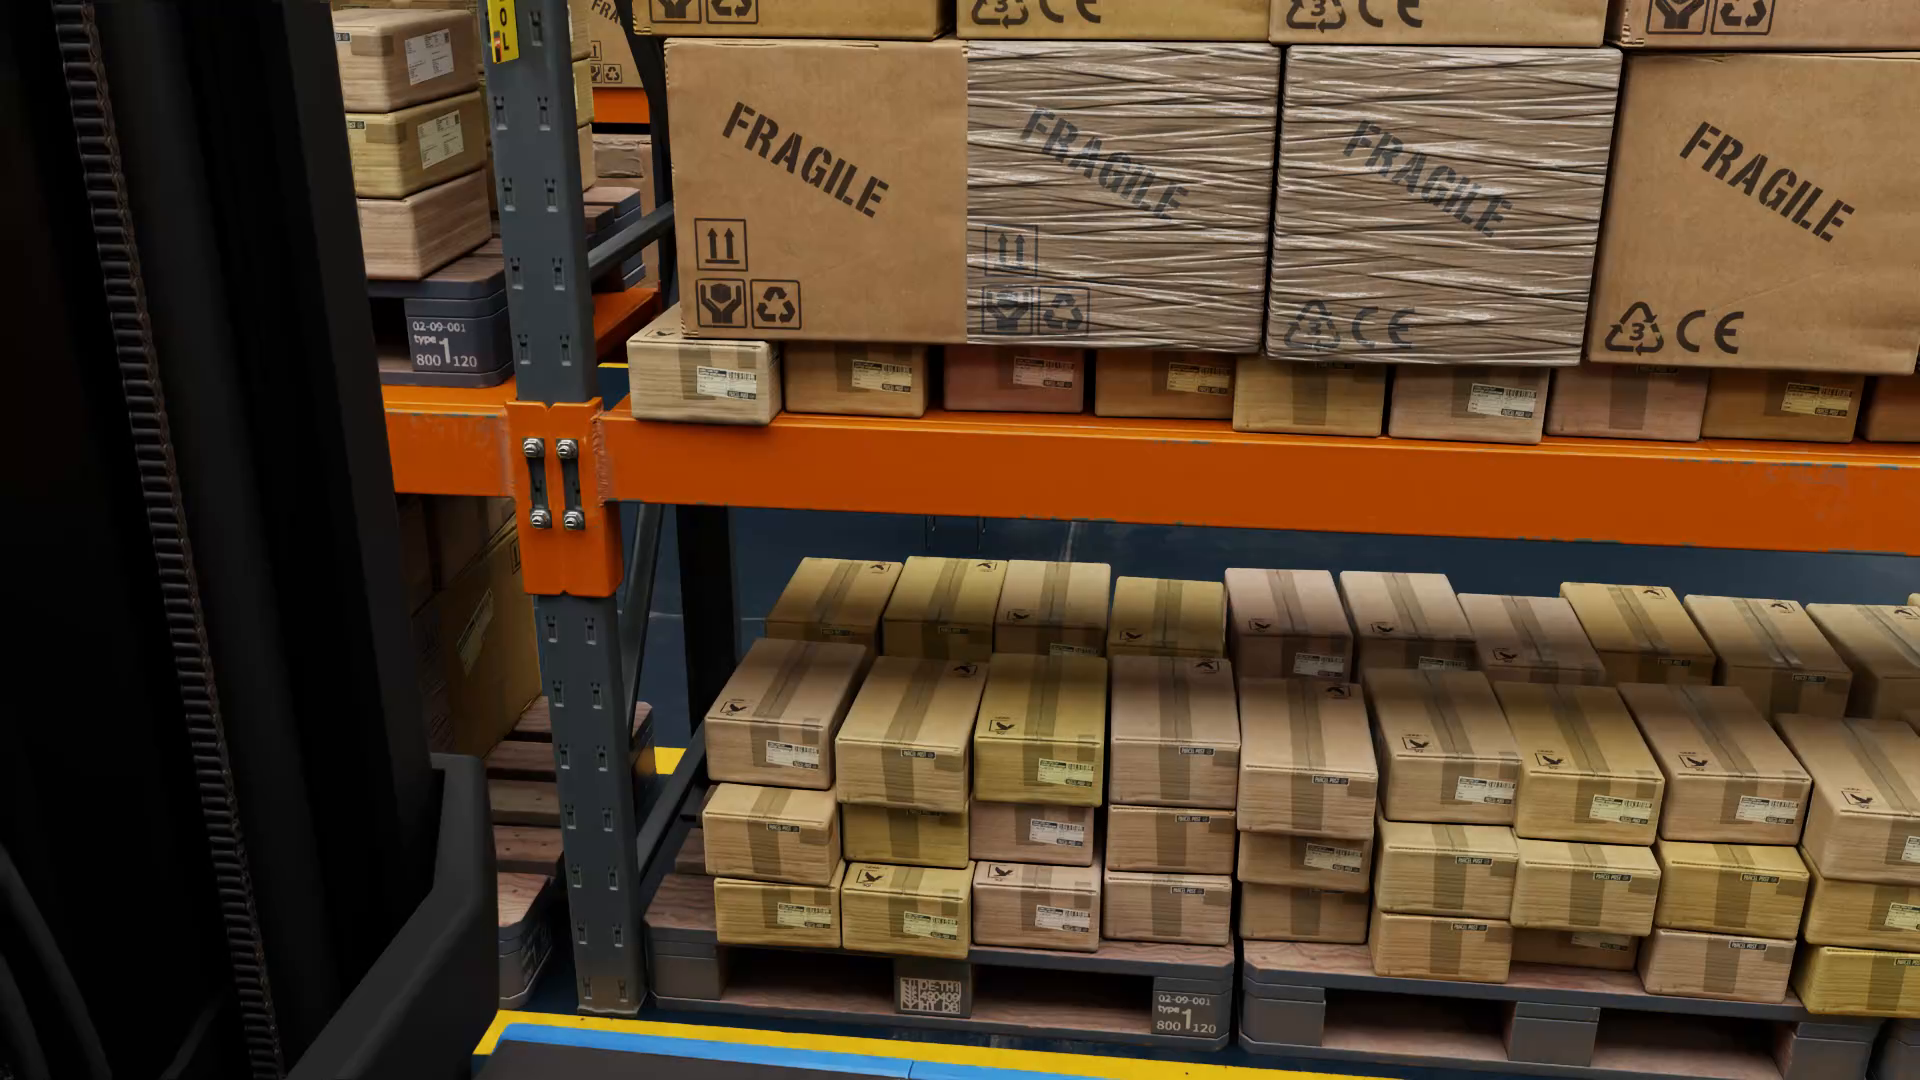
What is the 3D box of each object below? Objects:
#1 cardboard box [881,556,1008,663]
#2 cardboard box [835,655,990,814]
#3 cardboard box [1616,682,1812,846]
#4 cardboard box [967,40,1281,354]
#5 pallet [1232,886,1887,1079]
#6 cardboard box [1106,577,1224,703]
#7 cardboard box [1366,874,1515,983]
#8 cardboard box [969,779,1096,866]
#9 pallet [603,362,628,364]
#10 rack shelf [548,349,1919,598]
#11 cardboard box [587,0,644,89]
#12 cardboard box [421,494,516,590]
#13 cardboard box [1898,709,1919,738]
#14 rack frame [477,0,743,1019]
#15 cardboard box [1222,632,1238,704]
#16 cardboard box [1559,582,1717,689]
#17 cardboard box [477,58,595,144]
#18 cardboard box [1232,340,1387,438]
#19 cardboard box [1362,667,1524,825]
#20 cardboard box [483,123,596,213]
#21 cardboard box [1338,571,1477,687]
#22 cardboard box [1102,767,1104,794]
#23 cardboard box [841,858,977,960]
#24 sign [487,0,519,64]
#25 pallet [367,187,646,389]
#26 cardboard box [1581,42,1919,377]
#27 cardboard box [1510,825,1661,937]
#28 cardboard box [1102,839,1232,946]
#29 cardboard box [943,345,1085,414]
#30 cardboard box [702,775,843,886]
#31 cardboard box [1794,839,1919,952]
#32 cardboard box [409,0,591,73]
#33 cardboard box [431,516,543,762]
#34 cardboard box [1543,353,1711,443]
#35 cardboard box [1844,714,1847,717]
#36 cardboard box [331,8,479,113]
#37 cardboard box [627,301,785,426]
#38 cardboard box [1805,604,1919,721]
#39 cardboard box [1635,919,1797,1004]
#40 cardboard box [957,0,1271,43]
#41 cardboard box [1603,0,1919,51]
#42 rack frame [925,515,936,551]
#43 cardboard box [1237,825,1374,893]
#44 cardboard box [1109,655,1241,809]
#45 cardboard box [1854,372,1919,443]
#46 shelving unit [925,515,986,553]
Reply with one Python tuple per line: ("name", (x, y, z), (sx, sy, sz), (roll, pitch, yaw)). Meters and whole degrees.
("cardboard box", (-0.028, 0.181, 3.900), (0.250, 0.149, 0.380), (3, 22, 7))
("cardboard box", (-0.087, 0.388, 3.376), (0.250, 0.149, 0.380), (4, 22, 9))
("cardboard box", (1.459, 0.432, 3.264), (0.250, 0.149, 0.380), (2, 22, 4))
("cardboard box", (0.284, -0.643, 2.945), (0.500, 0.500, 0.500), (2, 22, 6))
("pallet", (1.215, 0.775, 3.693), (1.213, 0.211, 1.003), (2, 22, 6))
("cardboard box", (0.468, 0.229, 3.779), (0.250, 0.149, 0.380), (3, 22, 8))
("cardboard box", (0.946, 0.715, 3.358), (0.250, 0.149, 0.380), (2, 22, 5))
("cardboard box", (0.160, 0.510, 3.471), (0.250, 0.149, 0.380), (2, 22, 6))
("pallet", (-1.977, -1.158, 8.581), (1.213, 0.211, 1.003), (2, 22, 6))
("rack shelf", (1.315, -0.169, 3.266), (4.000, 0.370, 1.077), (2, 22, 6))
("cardboard box", (-1.494, -2.408, 7.814), (0.500, 0.500, 0.500), (2, 22, 6))
("cardboard box", (-1.374, -0.100, 3.922), (0.500, 0.250, 0.500), (2, 22, 4))
("cardboard box", (1.981, 0.475, 3.155), (0.250, 0.149, 0.380), (2, 22, 4))
("rack frame", (-0.671, -0.590, 3.352), (0.127, 3.000, 1.000), (2, 22, 6))
("cardboard box", (0.711, 0.363, 3.845), (0.250, 0.149, 0.380), (3, 22, 8))
("cardboard box", (1.512, 0.240, 3.749), (0.250, 0.149, 0.380), (3, 22, 7))
("cardboard box", (-1.008, -0.992, 3.735), (0.250, 0.149, 0.380), (3, 22, 7))
("cardboard box", (0.620, -0.316, 3.002), (0.250, 0.149, 0.380), (3, 22, 7))
("cardboard box", (0.956, 0.406, 3.330), (0.250, 0.149, 0.380), (2, 22, 4))
("cardboard box", (-1.008, -0.853, 3.789), (0.250, 0.149, 0.380), (1, 22, 4))
("cardboard box", (1.017, 0.214, 3.817), (0.250, 0.149, 0.380), (2, 22, 4))
("cardboard box", (0.277, 0.463, 3.996), (0.250, 0.149, 0.380), (2, 22, 5))
("cardboard box", (-0.083, 0.685, 3.434), (0.250, 0.149, 0.380), (3, 22, 8))
("sign", (-0.733, -0.926, 2.627), (0.005, 0.325, 0.100), (2, 22, 6))
("pallet", (-1.413, -0.587, 3.606), (1.213, 0.211, 1.003), (2, 22, 6))
("cardboard box", (1.315, -0.595, 2.825), (0.500, 0.500, 0.500), (4, 22, 9))
("cardboard box", (1.183, 0.597, 3.251), (0.250, 0.149, 0.380), (3, 22, 7))
("cardboard box", (0.428, 0.670, 3.473), (0.250, 0.149, 0.380), (2, 22, 5))
("cardboard box", (0.108, -0.365, 3.125), (0.250, 0.149, 0.380), (2, 22, 4))
("cardboard box", (-0.348, 0.535, 3.409), (0.250, 0.149, 0.380), (3, 22, 9))
("cardboard box", (1.712, 0.617, 3.201), (0.250, 0.149, 0.380), (3, 22, 7))
("cardboard box", (-1.008, -1.130, 3.680), (0.250, 0.149, 0.380), (4, 22, 9))
("cardboard box", (-1.373, 0.248, 4.061), (0.500, 0.500, 0.500), (3, 22, 8))
("cardboard box", (1.157, -0.308, 2.980), (0.250, 0.149, 0.380), (3, 22, 8))
("cardboard box", (2.051, 0.397, 3.757), (0.250, 0.149, 0.380), (3, 22, 8))
("cardboard box", (-1.092, -0.891, 3.076), (0.250, 0.149, 0.380), (3, 22, 9))
("cardboard box", (-0.428, -0.341, 3.065), (0.250, 0.149, 0.380), (3, 22, 8))
("cardboard box", (2.042, 0.284, 3.639), (0.250, 0.149, 0.380), (1, 22, 4))
("cardboard box", (1.458, 0.737, 3.303), (0.250, 0.149, 0.380), (3, 22, 7))
("cardboard box", (0.265, -1.115, 2.778), (0.500, 0.500, 0.500), (2, 22, 5))
("cardboard box", (1.271, -1.059, 2.637), (0.500, 0.500, 0.500), (2, 22, 4))
("rack frame", (-0.105, -0.563, 5.731), (0.006, 1.200, 0.240), (2, 22, 6))
("cardboard box", (0.698, 0.543, 3.387), (0.250, 0.149, 0.380), (4, 22, 9))
("cardboard box", (0.432, 0.384, 3.386), (0.250, 0.149, 0.380), (2, 22, 5))
("cardboard box", (1.676, -0.299, 2.958), (0.250, 0.149, 0.380), (2, 22, 4))
("shelving unit", (-0.014, -0.559, 5.721), (0.189, 1.200, 0.258), (2, 22, 6))
